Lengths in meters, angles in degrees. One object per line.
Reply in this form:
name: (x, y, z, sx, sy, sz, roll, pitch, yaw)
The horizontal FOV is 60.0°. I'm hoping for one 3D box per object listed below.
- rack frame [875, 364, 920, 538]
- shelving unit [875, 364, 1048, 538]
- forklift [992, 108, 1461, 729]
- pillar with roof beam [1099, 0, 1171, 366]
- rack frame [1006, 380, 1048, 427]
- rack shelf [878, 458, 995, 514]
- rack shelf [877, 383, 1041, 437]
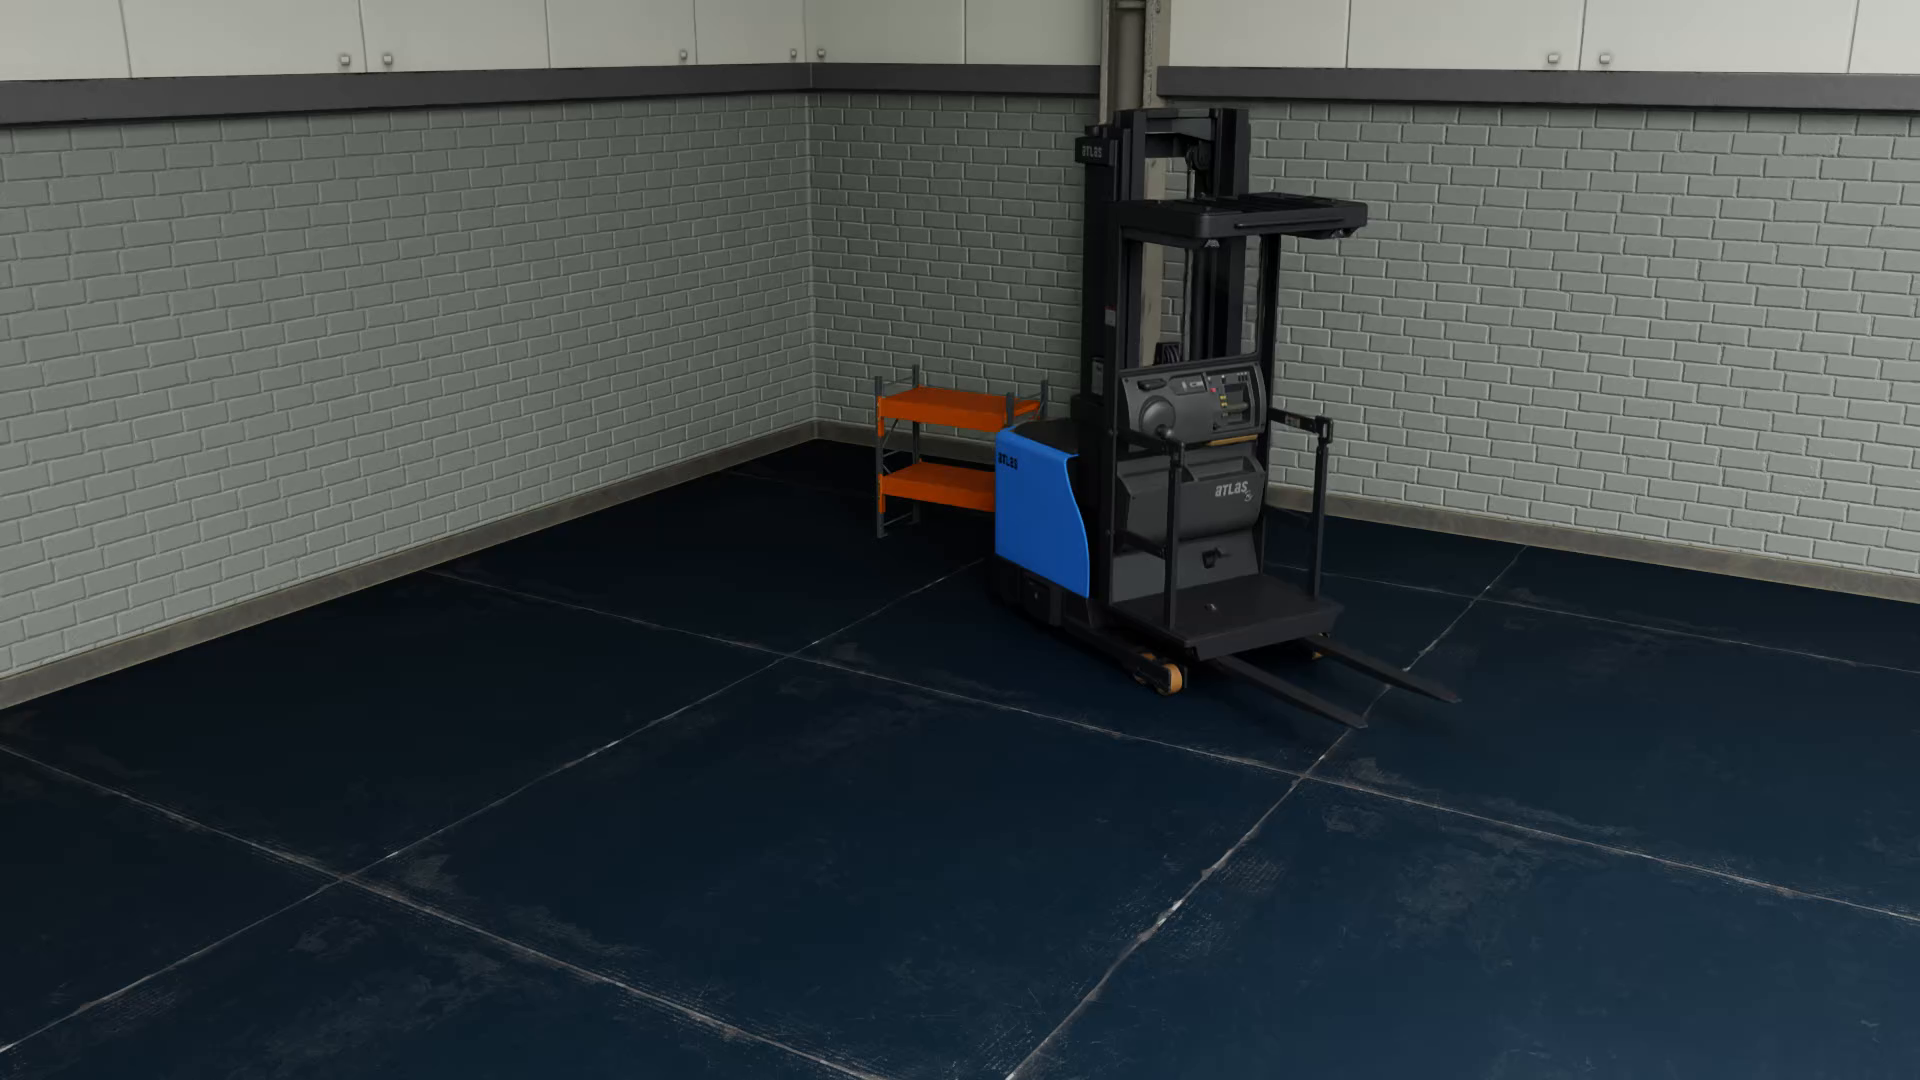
rack frame: (-0.427, -0.615, 11.469, 0.032, 1.125, 0.500, 10, 20, 30)
shelving unit: (0.006, -0.537, 11.214, 1.048, 1.125, 0.538, 10, 20, 30)
forklift: (1.376, -0.742, 8.782, 1.130, 2.935, 3.031, -10, 19, -29)
pillar with roof beam: (-1.017, -3.630, 7.849, 0.400, 9.000, 9.100, 10, 20, 30)
rack frame: (0.439, -0.460, 10.960, 0.032, 1.125, 0.500, 10, 20, 30)
rack shelf: (0.006, -0.303, 11.285, 1.000, 0.278, 0.538, 10, 20, 30)
rack shelf: (0.006, -0.817, 11.129, 1.000, 0.278, 0.538, 10, 20, 30)
